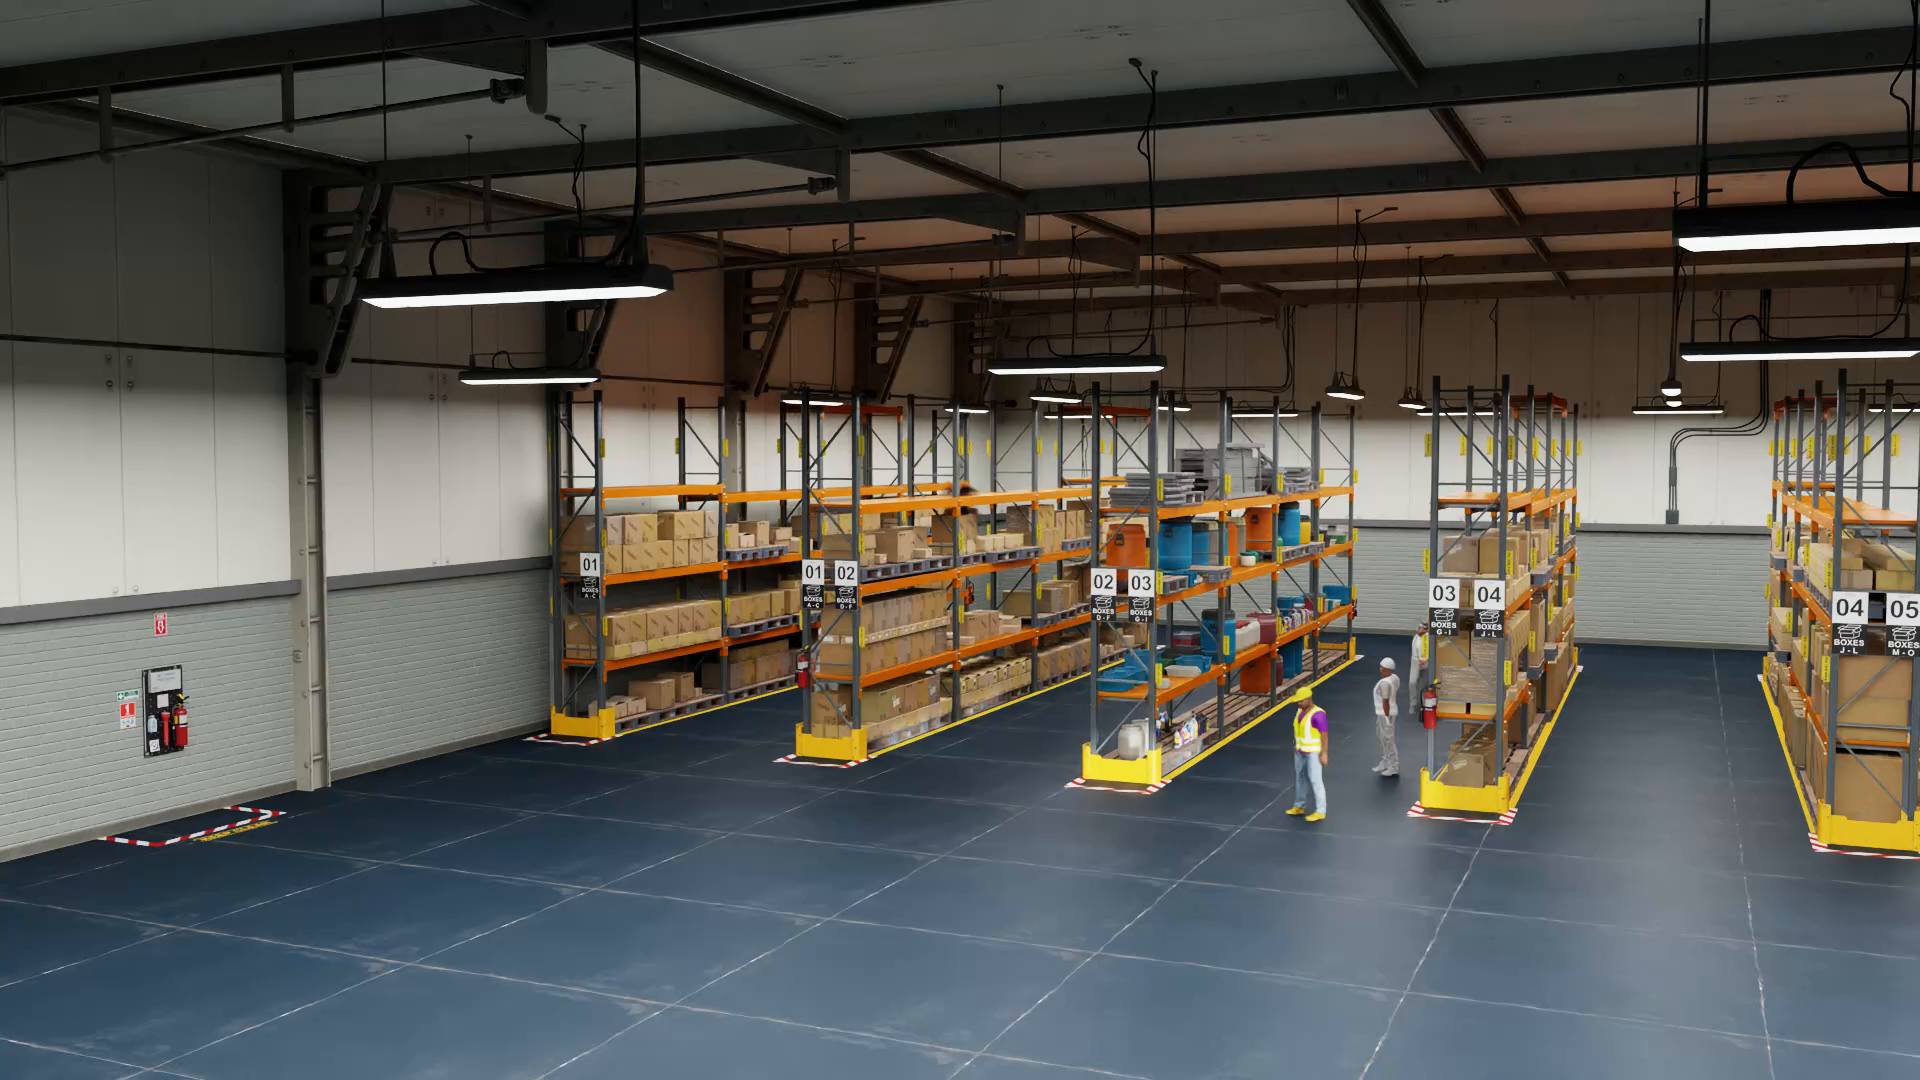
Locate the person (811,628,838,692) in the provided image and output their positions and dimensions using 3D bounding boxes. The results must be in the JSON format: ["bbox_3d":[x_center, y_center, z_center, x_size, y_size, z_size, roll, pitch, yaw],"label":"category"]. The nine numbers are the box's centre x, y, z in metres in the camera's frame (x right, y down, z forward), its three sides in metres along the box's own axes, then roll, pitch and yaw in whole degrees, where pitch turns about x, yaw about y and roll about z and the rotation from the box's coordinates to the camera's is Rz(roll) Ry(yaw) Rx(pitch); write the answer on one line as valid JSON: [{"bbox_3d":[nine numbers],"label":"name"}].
[{"bbox_3d":[-2.442,2.465,29.959,0.378,1.808,0.602,2,4,38],"label":"person"}]

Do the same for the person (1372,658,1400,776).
[{"bbox_3d":[6.563,2.699,25.601,0.426,1.813,0.762,1,3,18],"label":"person"}]

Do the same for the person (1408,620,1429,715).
[{"bbox_3d":[8.824,2.402,31.630,0.501,1.768,0.995,1,3,24],"label":"person"}]

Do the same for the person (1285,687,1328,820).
[{"bbox_3d":[4.680,2.866,22.539,0.430,1.763,0.629,-1,3,-25],"label":"person"}]
